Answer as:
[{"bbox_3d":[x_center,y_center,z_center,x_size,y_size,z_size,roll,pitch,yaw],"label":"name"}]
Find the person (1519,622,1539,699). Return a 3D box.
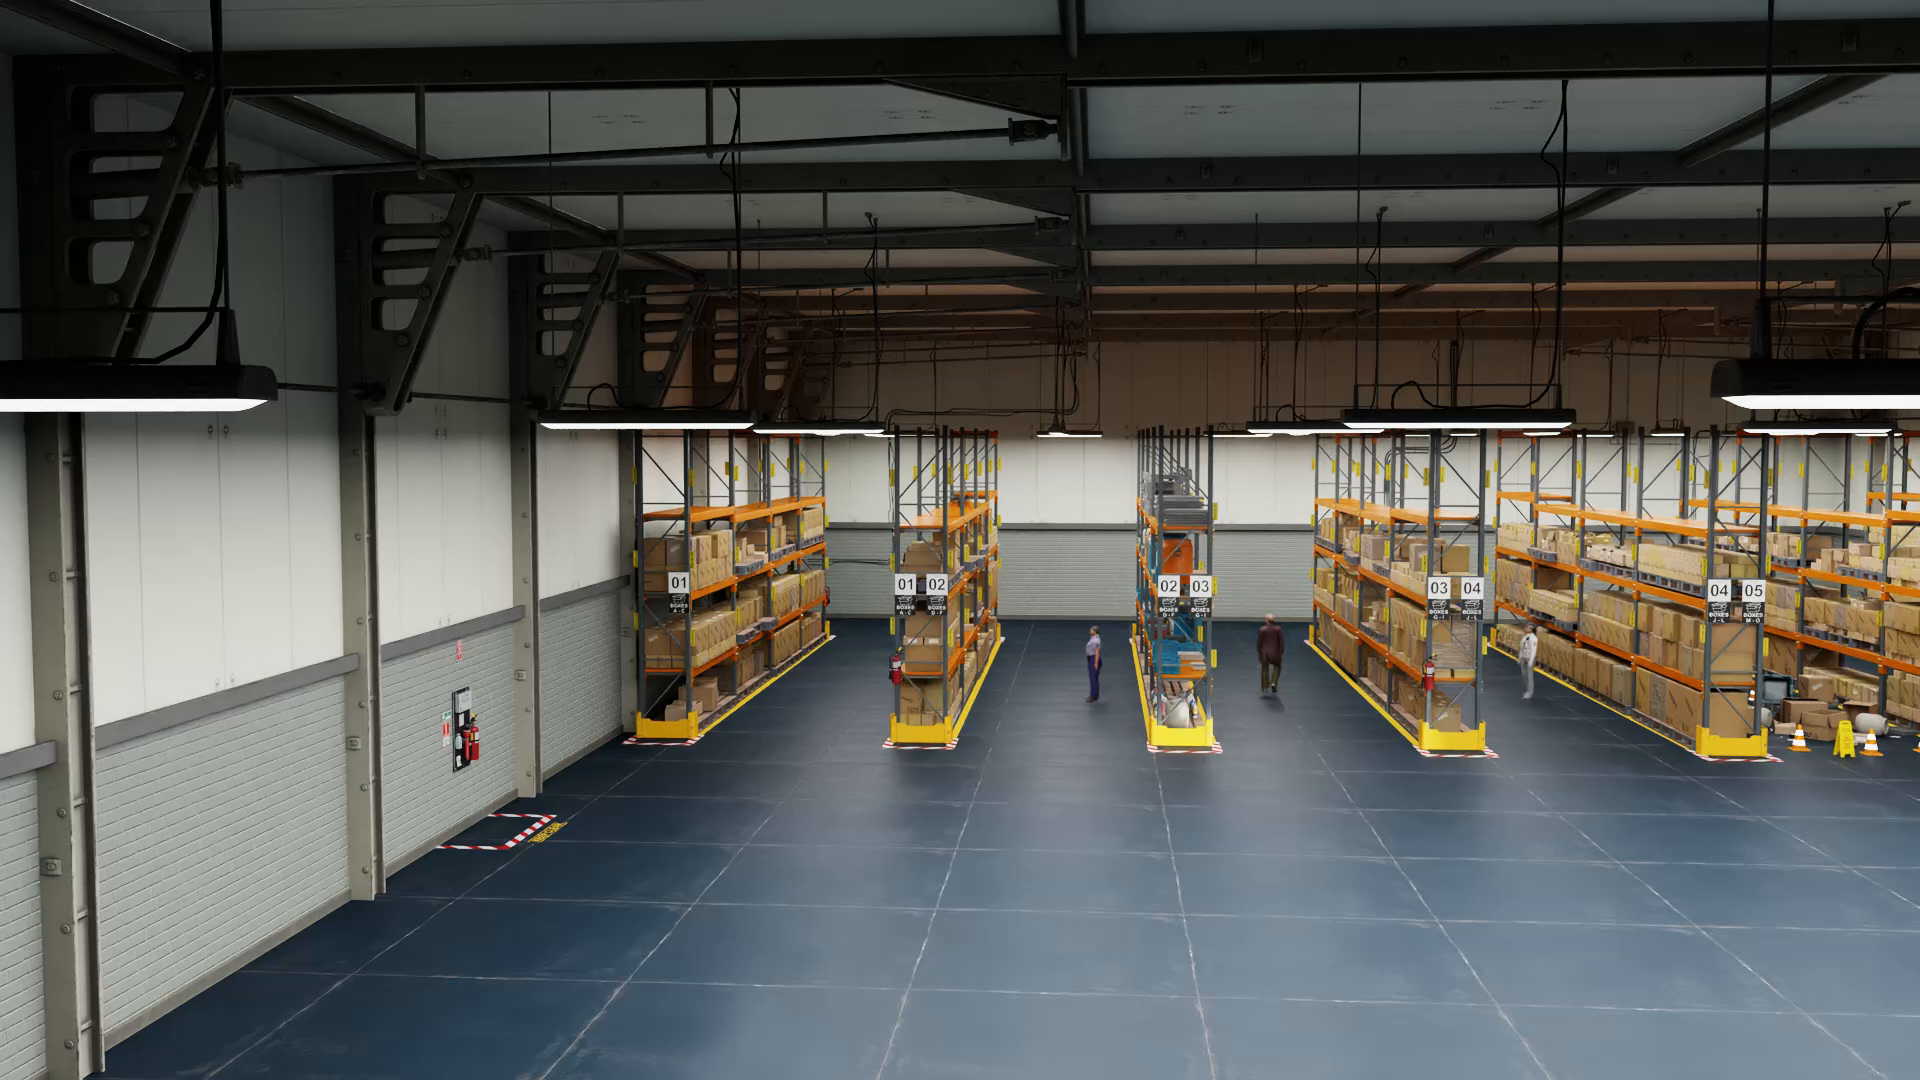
[{"bbox_3d":[12.661,2.672,36.981,0.487,1.700,0.494,-2,4,-35],"label":"person"}]

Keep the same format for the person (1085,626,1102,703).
[{"bbox_3d":[2.904,2.717,36.513,0.415,1.661,0.548,0,3,-7],"label":"person"}]

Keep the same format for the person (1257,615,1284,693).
[{"bbox_3d":[7.031,2.608,37.655,0.642,1.856,0.590,3,5,42],"label":"person"}]

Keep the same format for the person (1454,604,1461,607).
[{"bbox_3d":[13.698,2.143,45.775,0.374,1.660,0.500,0,3,-8],"label":"person"}]
